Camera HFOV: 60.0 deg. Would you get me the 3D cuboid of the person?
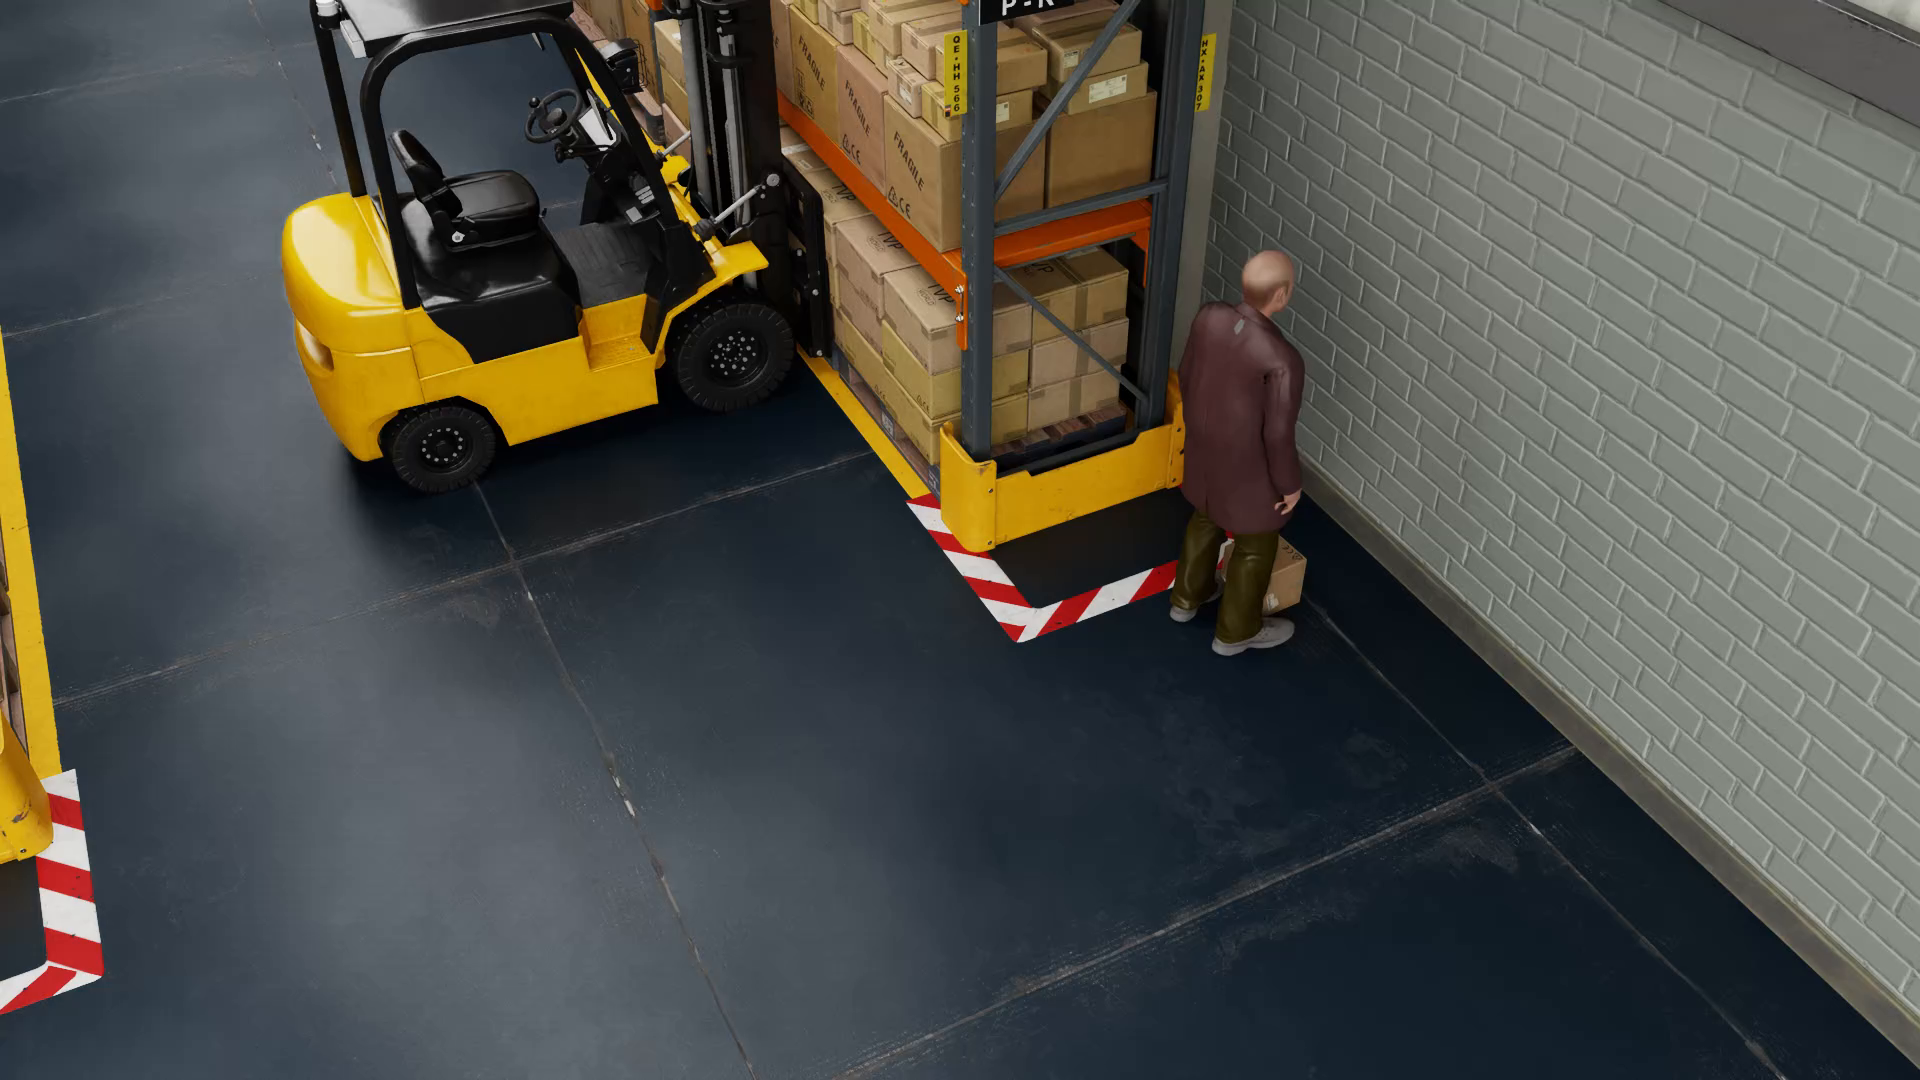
[{"bbox_3d":[1.099,-0.337,6.561,0.424,1.774,0.642,-24,46,-26],"label":"person"}]
